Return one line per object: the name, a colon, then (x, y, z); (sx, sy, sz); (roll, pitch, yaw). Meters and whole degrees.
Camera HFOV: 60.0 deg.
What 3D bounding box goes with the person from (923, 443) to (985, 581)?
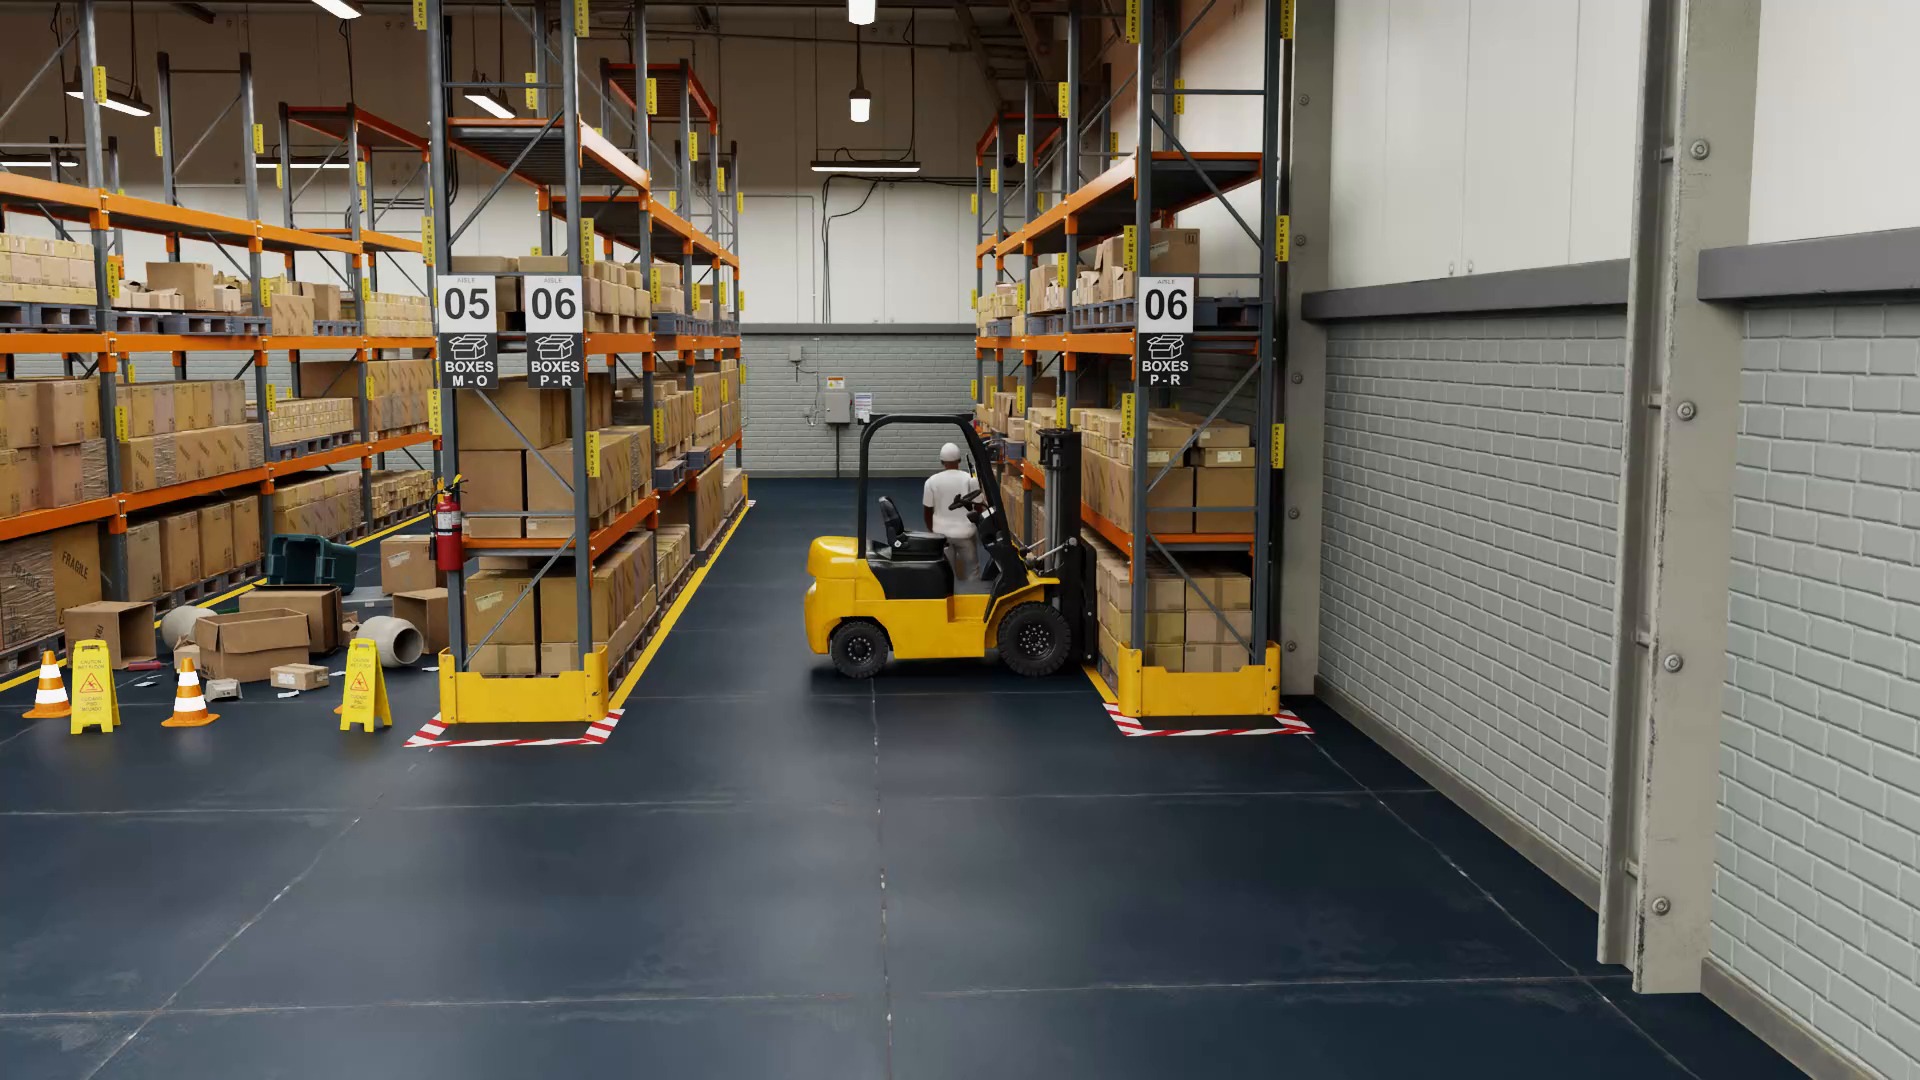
person: (-0.031, -0.070, 16.158); (0.625, 1.768, 0.575); (1, 7, 10)
